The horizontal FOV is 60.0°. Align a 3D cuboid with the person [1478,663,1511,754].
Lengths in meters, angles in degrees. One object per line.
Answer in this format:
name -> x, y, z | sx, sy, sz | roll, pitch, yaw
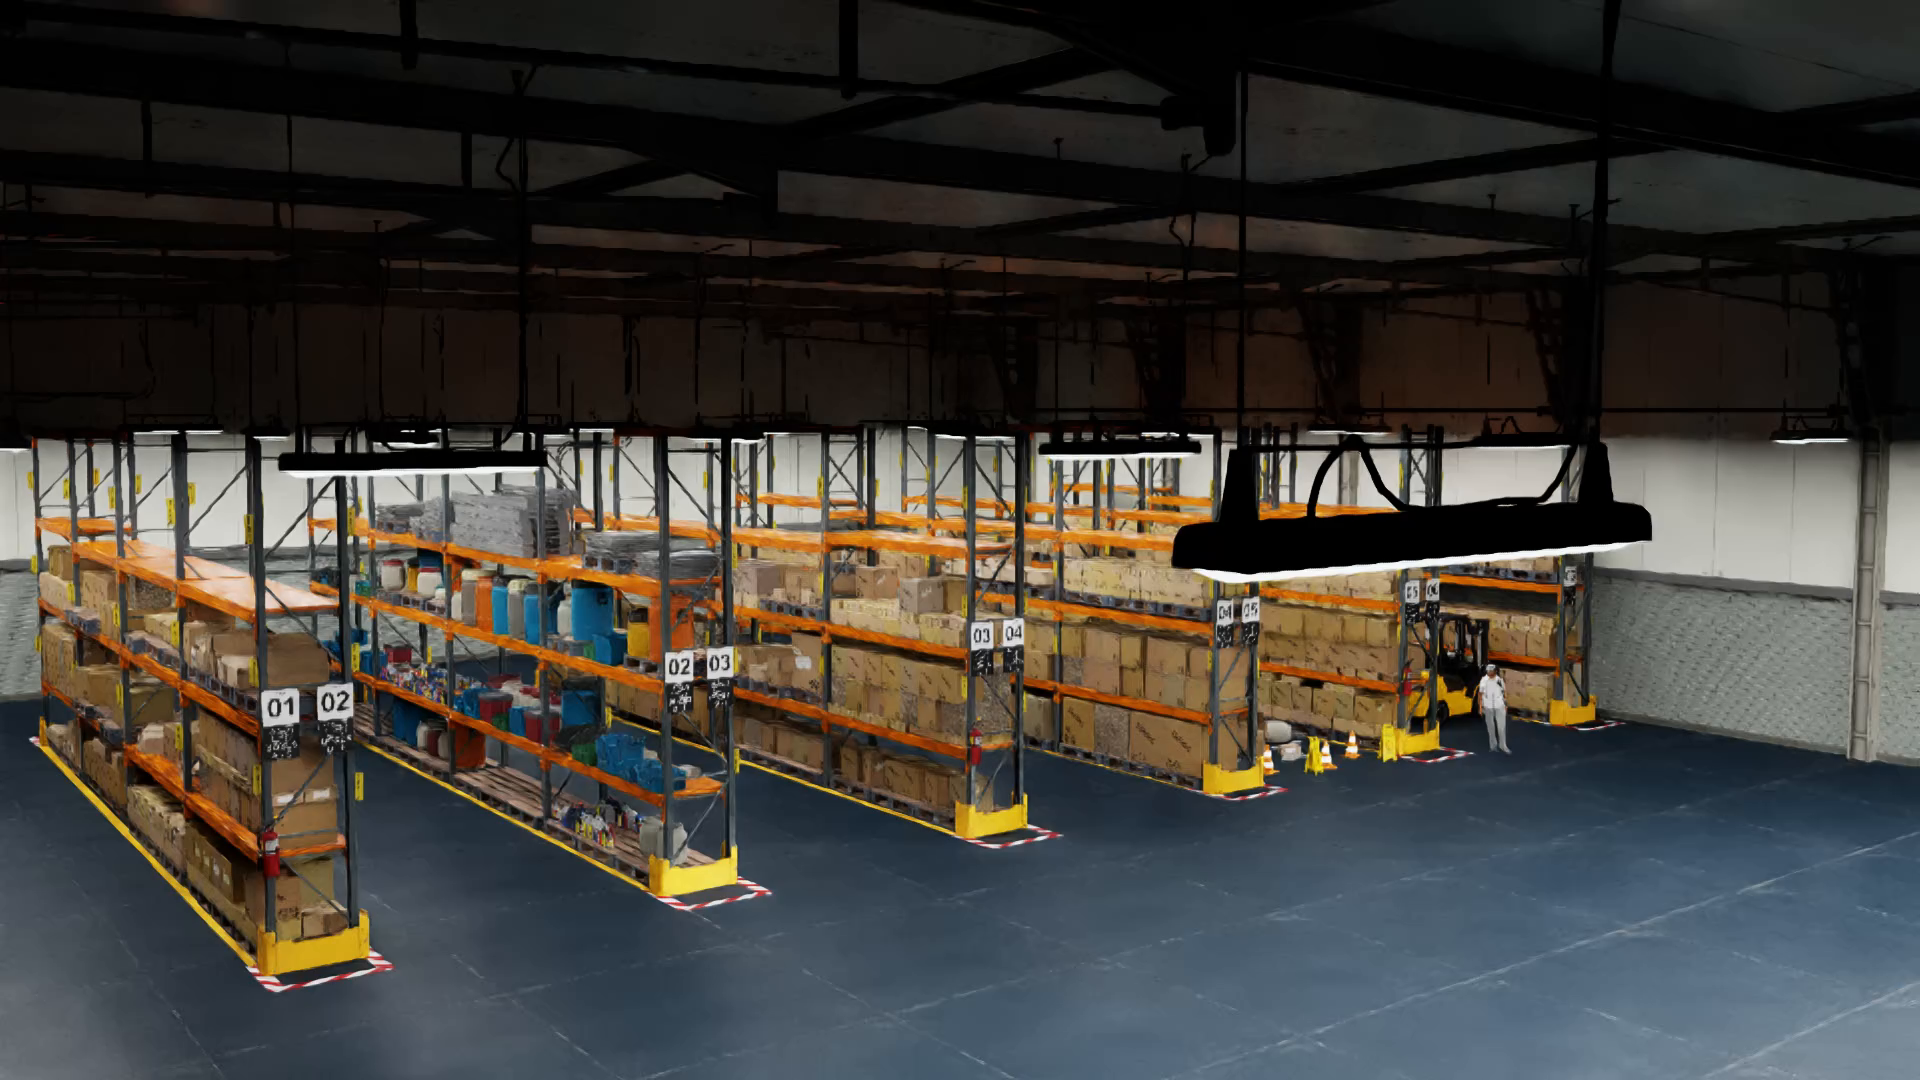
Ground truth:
person -> 9.888, 3.090, 30.735 | 0.607, 1.656, 0.476 | 2, 5, 21
